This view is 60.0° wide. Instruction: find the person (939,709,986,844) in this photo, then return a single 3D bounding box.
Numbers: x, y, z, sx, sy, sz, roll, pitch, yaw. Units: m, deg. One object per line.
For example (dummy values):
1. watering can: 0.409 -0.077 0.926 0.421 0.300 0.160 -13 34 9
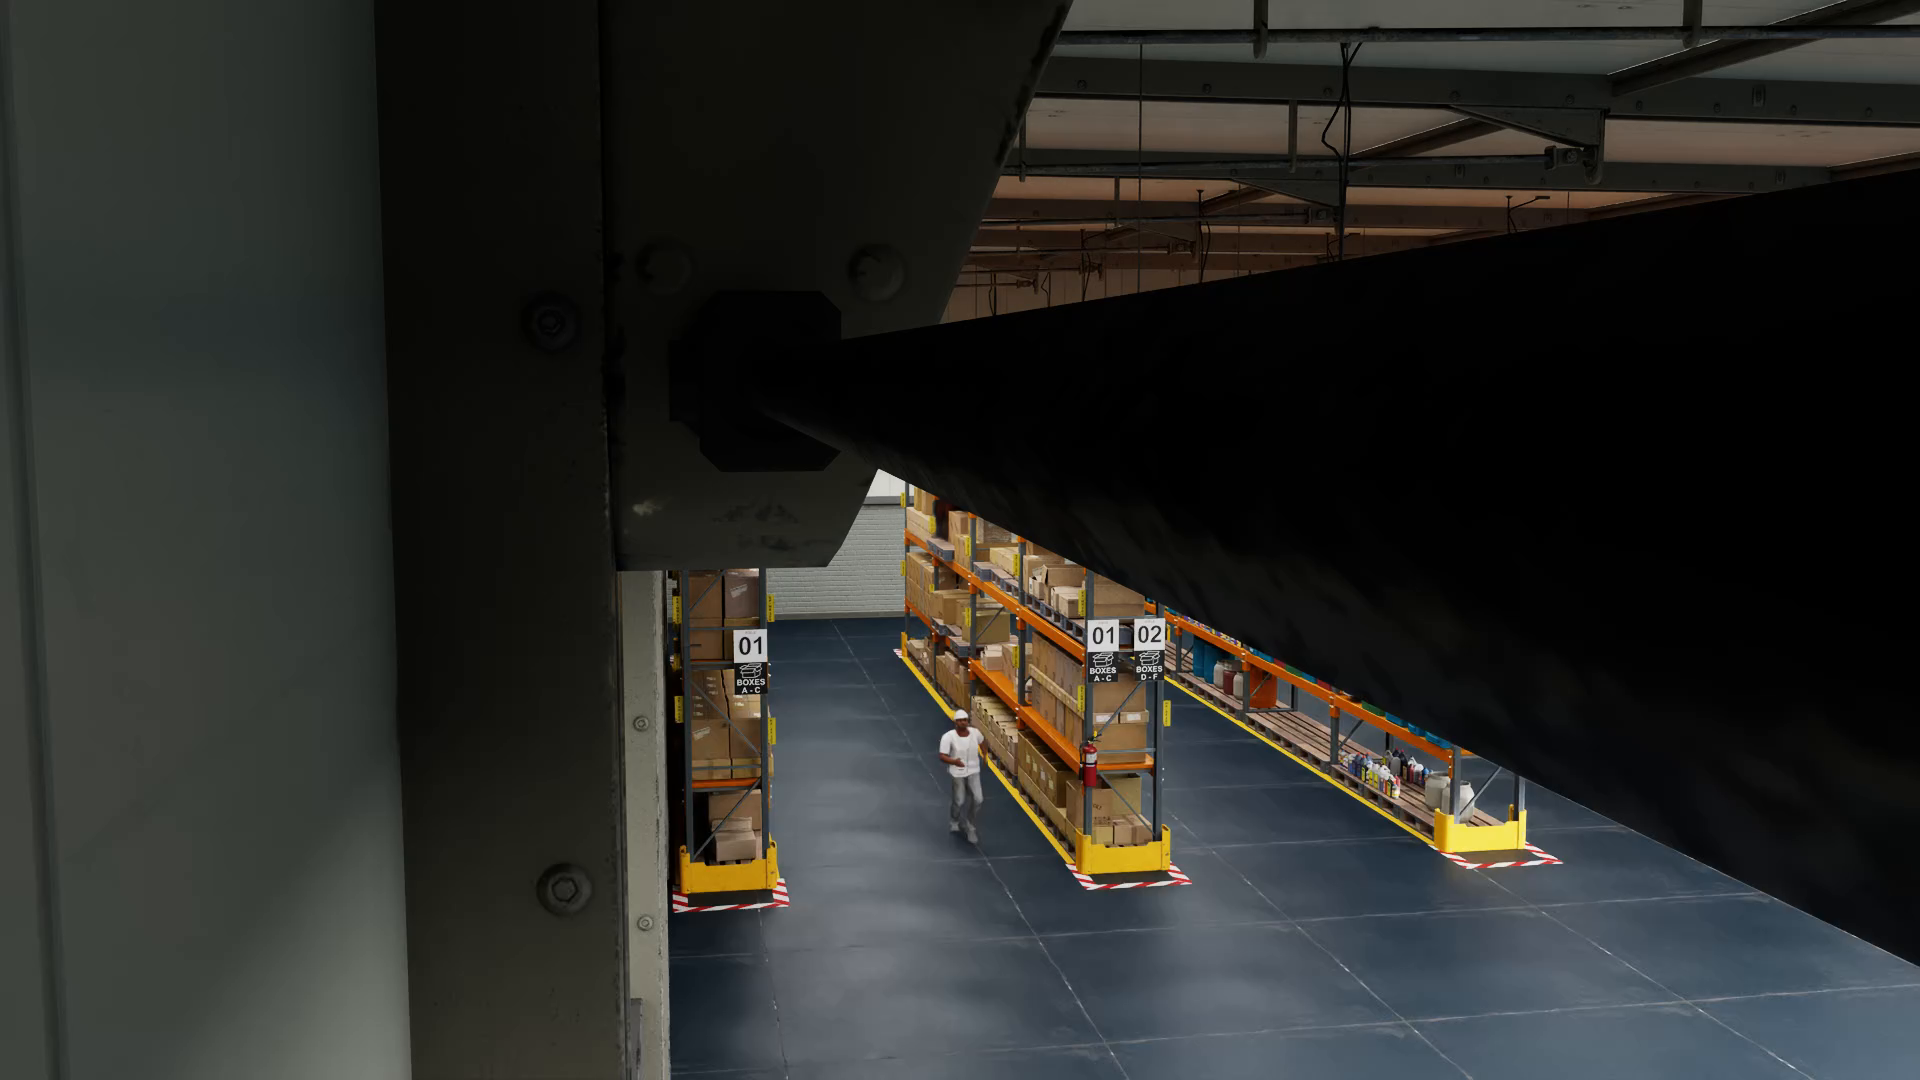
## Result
1. person: 0.067 3.163 22.341 0.707 1.794 0.741 -2 6 -15
